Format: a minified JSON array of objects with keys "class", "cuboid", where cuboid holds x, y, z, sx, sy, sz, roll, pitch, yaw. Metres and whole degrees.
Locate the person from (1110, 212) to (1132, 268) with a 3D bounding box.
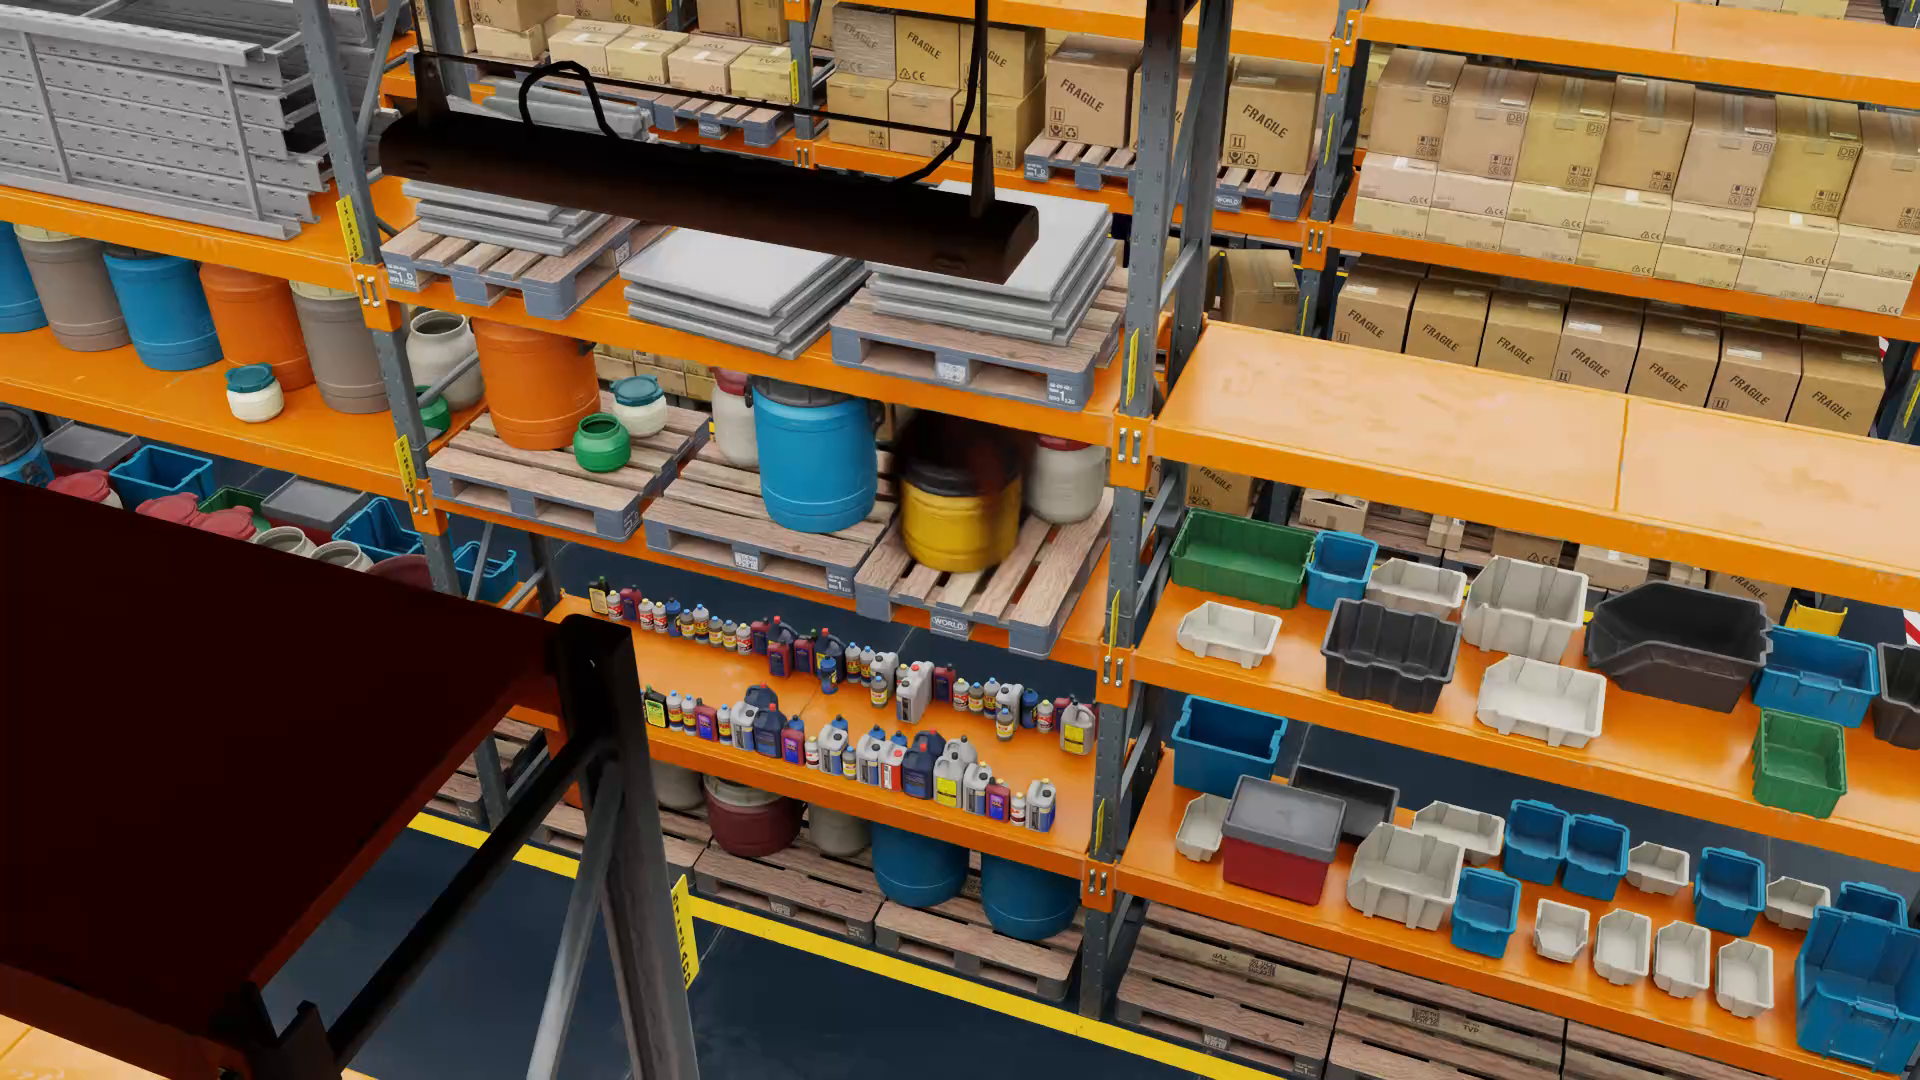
[{"class":"person","cuboid":[1.658,-3.112,16.275,0.665,1.677,0.530,30,46,34]}]
